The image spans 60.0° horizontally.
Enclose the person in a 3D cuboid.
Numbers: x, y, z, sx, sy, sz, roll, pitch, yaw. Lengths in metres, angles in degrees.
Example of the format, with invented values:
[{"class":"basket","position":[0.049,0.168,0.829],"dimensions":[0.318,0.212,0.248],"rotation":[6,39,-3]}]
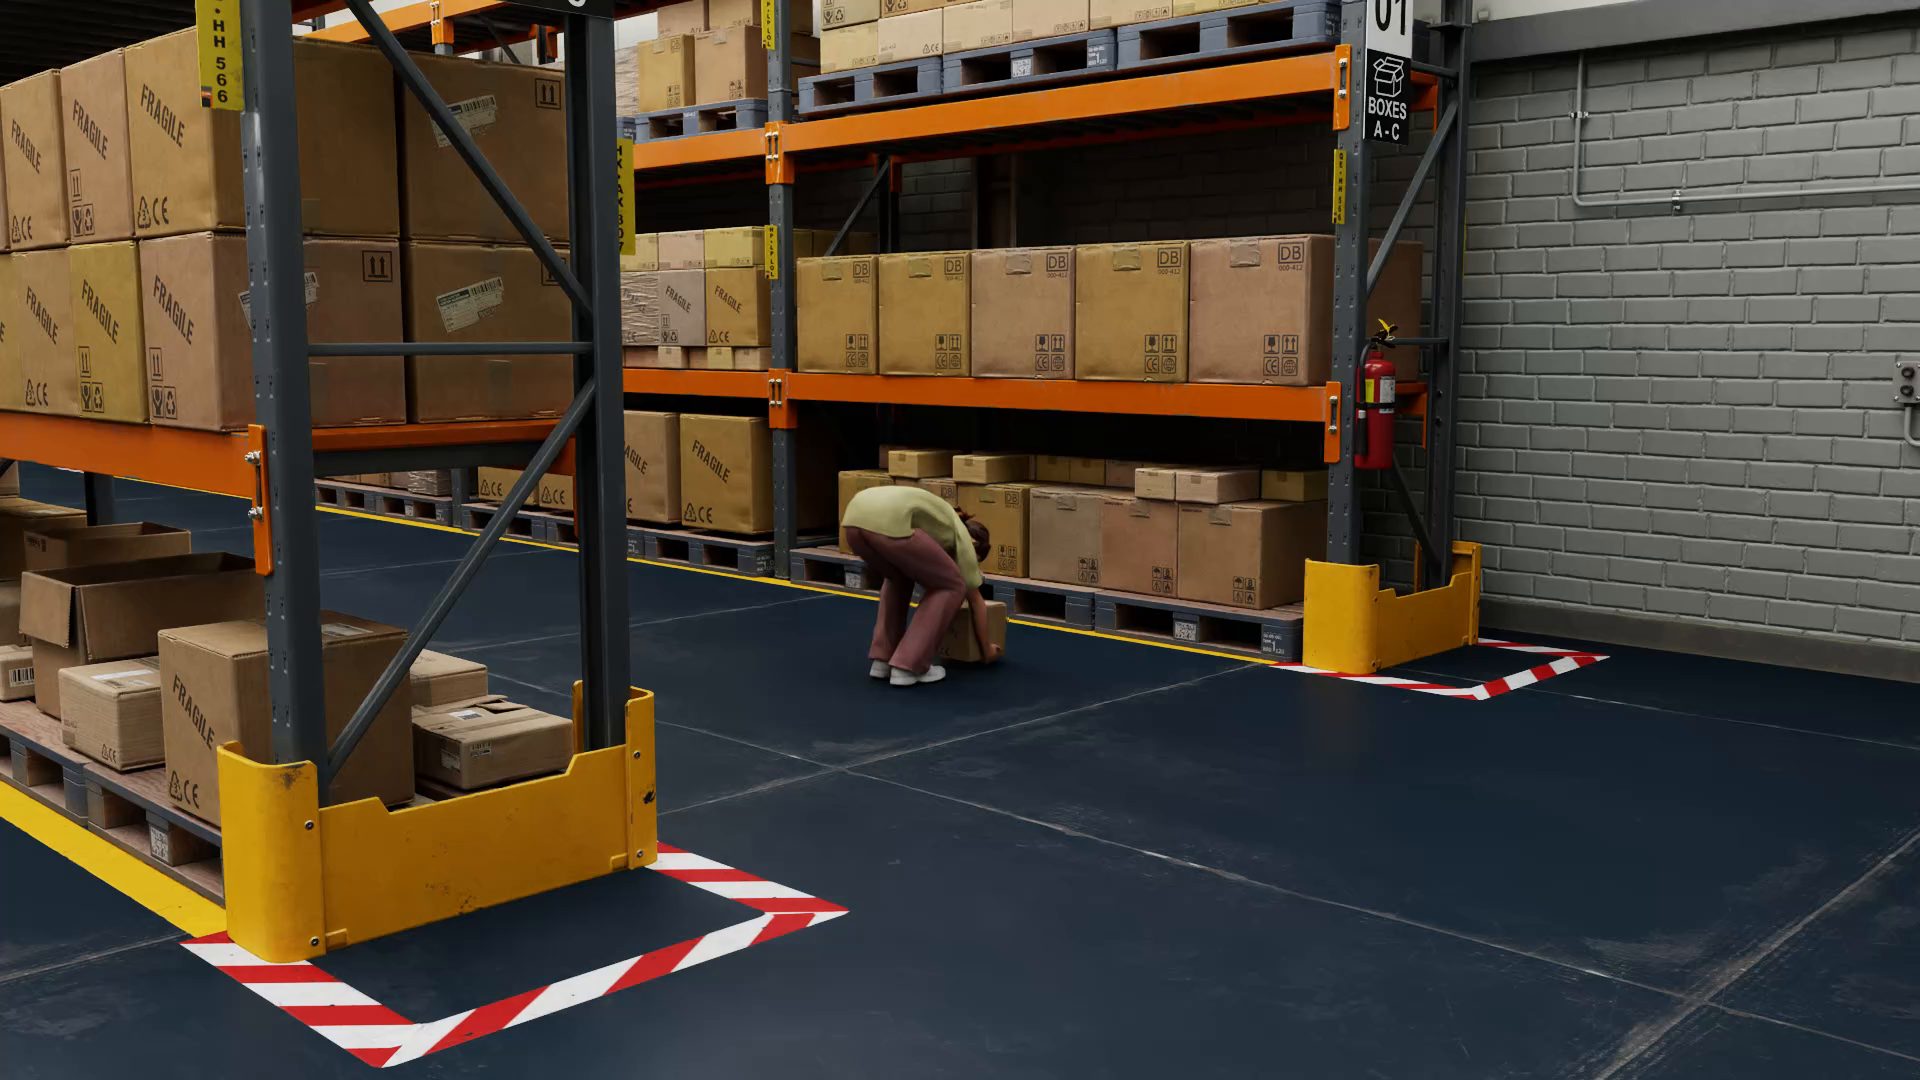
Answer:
[{"class":"person","position":[-0.163,0.179,7.544],"dimensions":[0.460,0.878,0.848],"rotation":[6,9,41]}]
